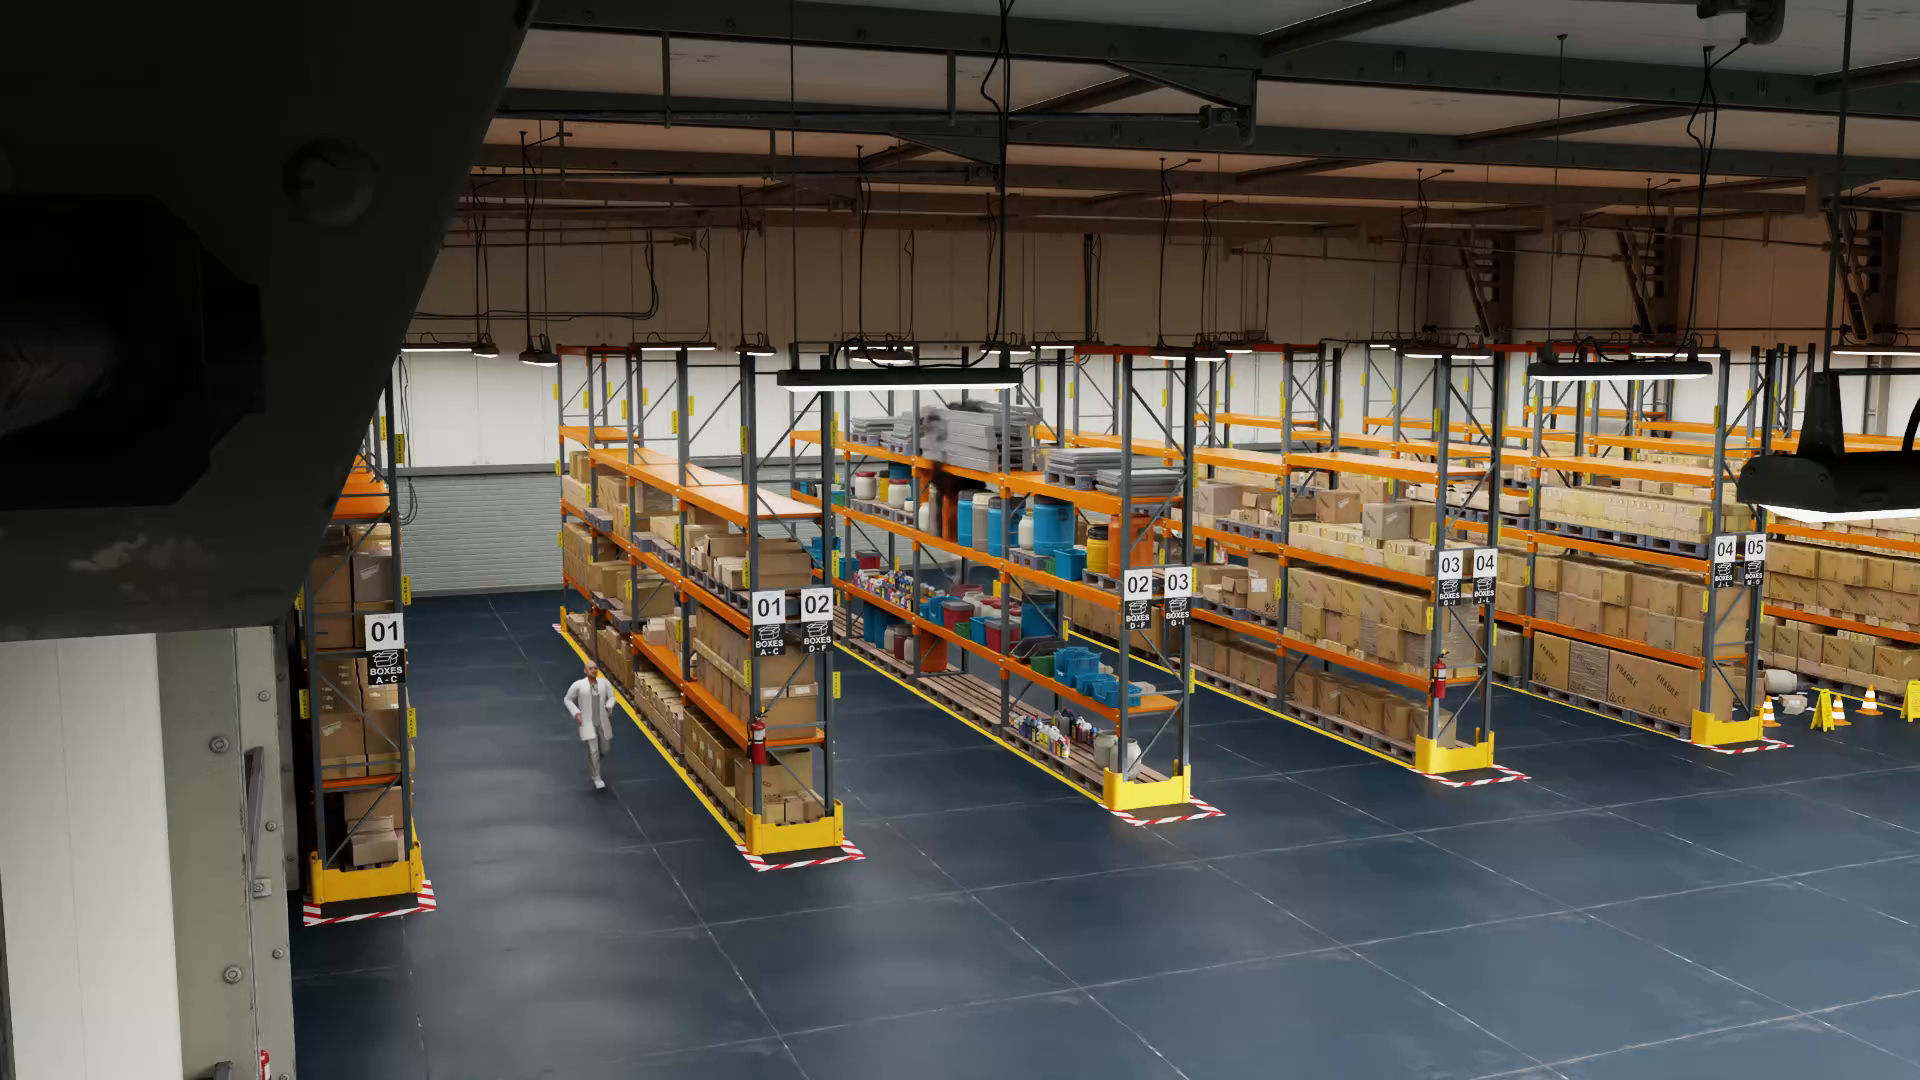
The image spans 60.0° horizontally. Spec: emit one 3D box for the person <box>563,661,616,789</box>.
[{"bbox_3d":[-5.122,2.538,23.132,0.715,1.735,0.826,-4,8,-30],"label":"person"}]

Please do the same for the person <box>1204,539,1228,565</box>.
[{"bbox_3d":[5.634,0.797,36.626,0.674,1.830,0.921,-2,8,-17],"label":"person"}]

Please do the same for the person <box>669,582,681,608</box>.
[{"bbox_3d":[-5.962,1.085,35.307,0.556,1.542,0.550,6,10,41],"label":"person"}]

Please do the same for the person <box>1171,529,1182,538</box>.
[{"bbox_3d":[5.362,0.208,41.391,0.943,1.797,0.694,-7,10,-44],"label":"person"}]

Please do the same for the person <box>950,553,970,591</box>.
[{"bbox_3d":[0.010,0.434,39.935,0.537,1.671,0.624,0,7,-1],"label":"person"}]
